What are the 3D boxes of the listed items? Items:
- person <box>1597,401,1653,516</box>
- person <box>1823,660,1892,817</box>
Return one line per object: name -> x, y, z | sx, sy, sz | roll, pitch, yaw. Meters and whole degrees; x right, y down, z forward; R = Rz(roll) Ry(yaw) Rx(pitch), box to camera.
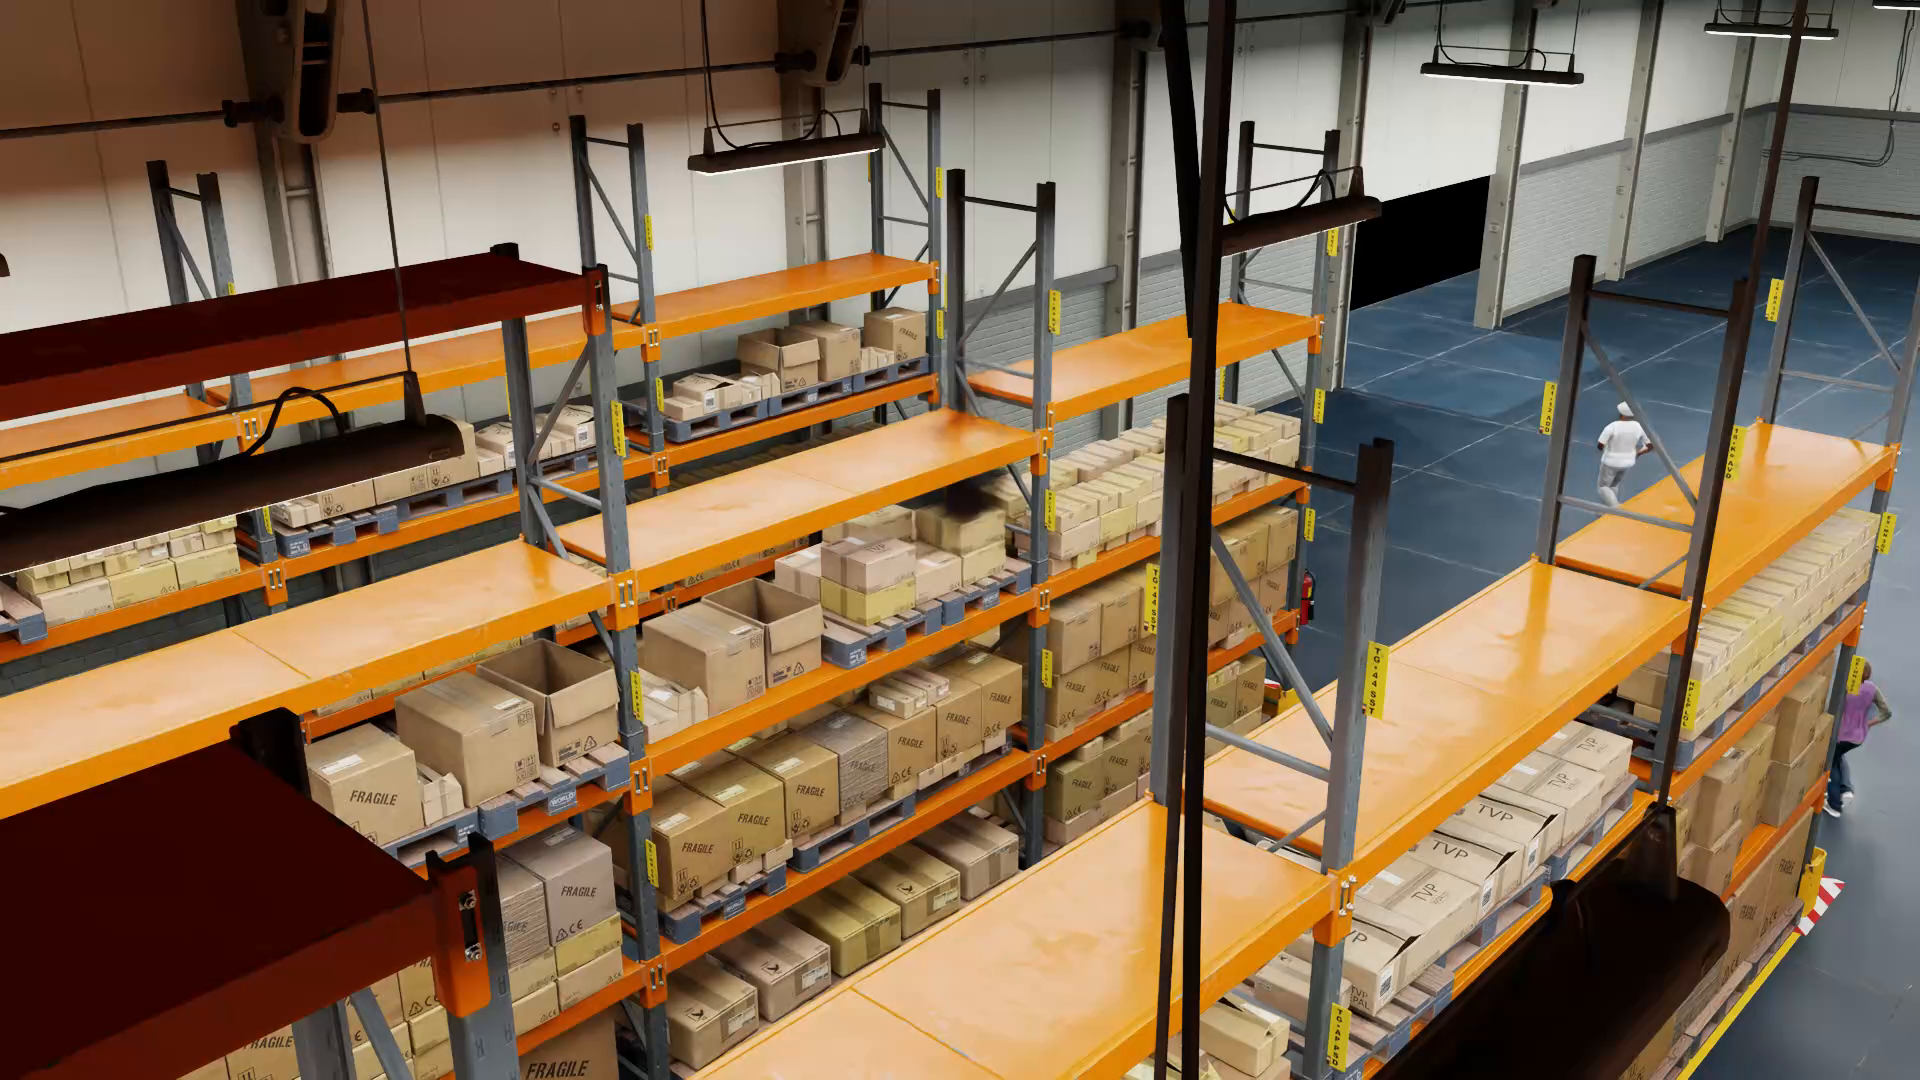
person -> 8.842, -1.031, 22.293 | 0.700, 1.732, 0.795 | -1, 21, -3
person -> 8.140, 1.765, 15.315 | 0.548, 1.559, 0.516 | 1, 21, 2
